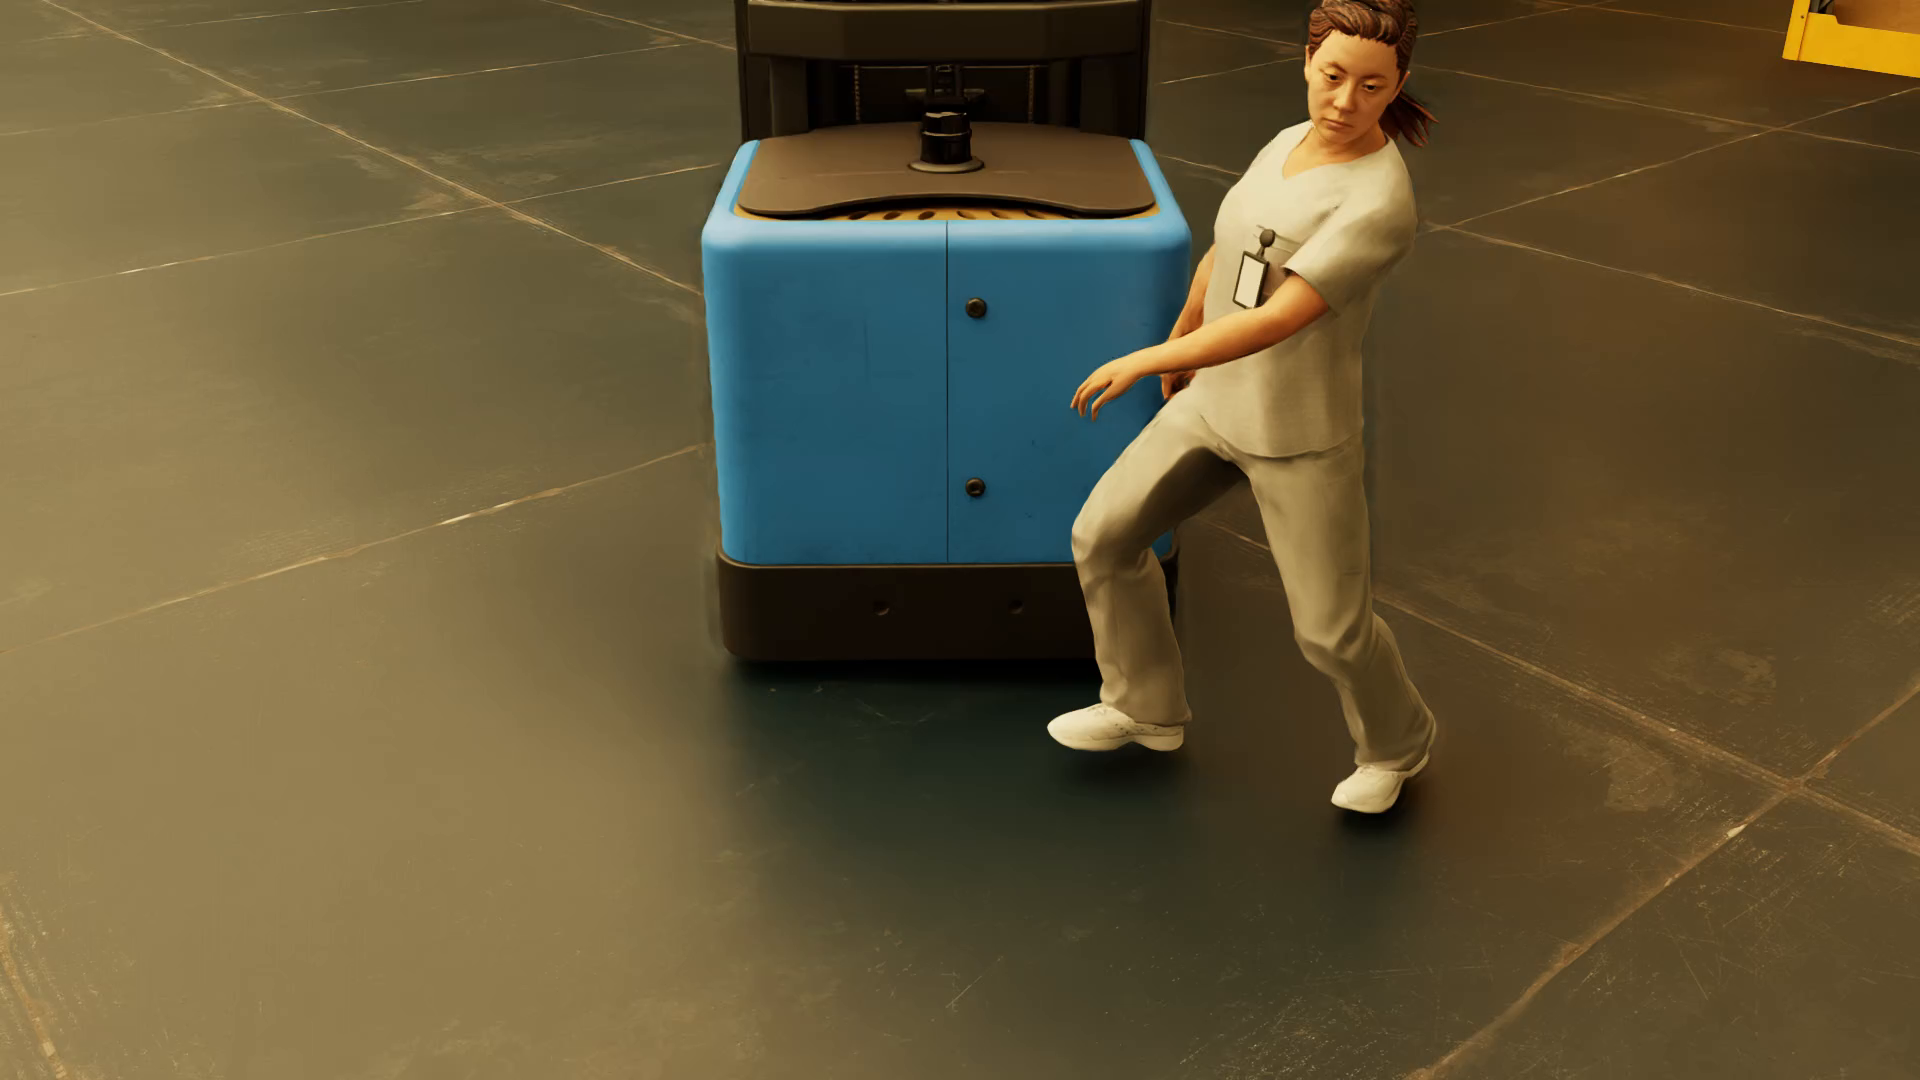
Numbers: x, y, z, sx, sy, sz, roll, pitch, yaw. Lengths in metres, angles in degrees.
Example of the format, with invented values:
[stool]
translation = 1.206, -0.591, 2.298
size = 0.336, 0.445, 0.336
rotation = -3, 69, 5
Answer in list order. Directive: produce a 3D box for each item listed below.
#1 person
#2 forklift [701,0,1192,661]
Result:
[person]
translation = 0.534, -0.240, 3.141
size = 0.778, 1.589, 0.639
rotation = -14, 30, -26
[forklift]
translation = -0.049, -1.648, 4.525
size = 1.130, 2.935, 3.031
rotation = 0, 26, -1
